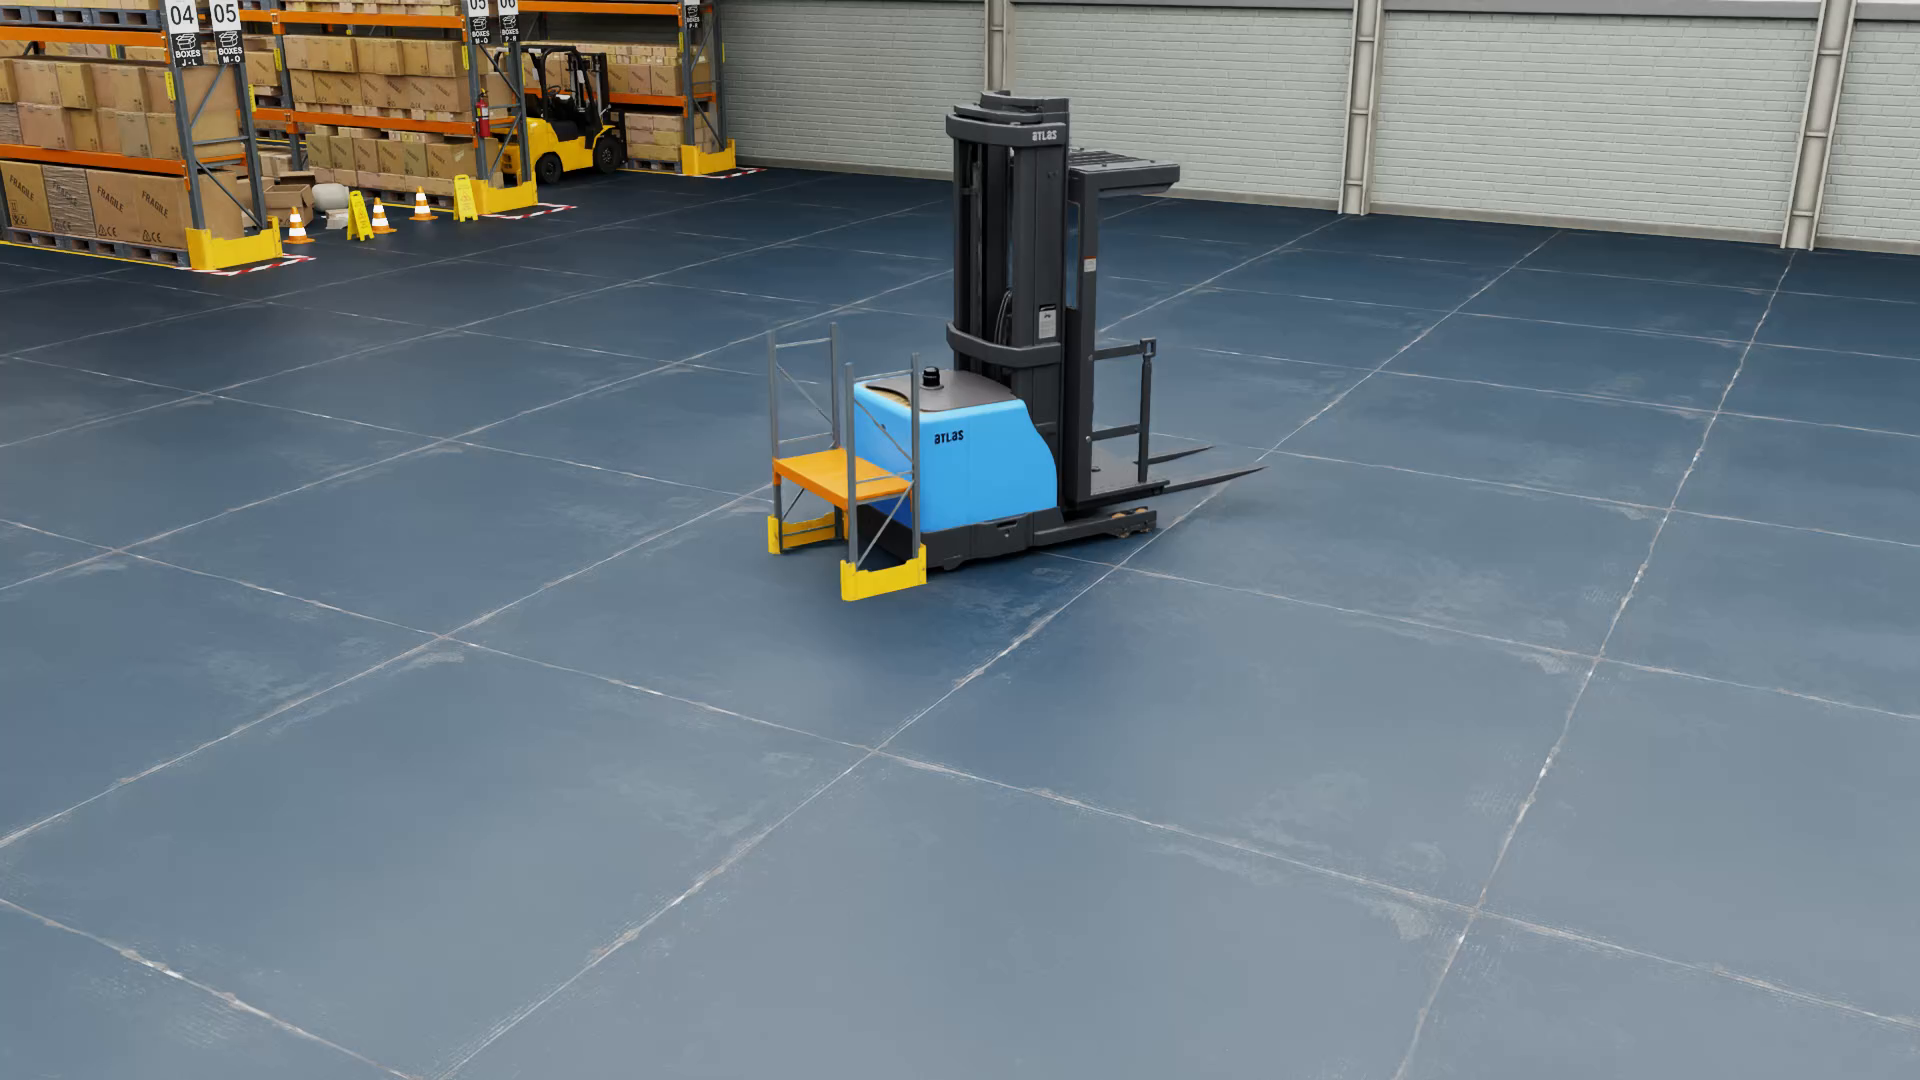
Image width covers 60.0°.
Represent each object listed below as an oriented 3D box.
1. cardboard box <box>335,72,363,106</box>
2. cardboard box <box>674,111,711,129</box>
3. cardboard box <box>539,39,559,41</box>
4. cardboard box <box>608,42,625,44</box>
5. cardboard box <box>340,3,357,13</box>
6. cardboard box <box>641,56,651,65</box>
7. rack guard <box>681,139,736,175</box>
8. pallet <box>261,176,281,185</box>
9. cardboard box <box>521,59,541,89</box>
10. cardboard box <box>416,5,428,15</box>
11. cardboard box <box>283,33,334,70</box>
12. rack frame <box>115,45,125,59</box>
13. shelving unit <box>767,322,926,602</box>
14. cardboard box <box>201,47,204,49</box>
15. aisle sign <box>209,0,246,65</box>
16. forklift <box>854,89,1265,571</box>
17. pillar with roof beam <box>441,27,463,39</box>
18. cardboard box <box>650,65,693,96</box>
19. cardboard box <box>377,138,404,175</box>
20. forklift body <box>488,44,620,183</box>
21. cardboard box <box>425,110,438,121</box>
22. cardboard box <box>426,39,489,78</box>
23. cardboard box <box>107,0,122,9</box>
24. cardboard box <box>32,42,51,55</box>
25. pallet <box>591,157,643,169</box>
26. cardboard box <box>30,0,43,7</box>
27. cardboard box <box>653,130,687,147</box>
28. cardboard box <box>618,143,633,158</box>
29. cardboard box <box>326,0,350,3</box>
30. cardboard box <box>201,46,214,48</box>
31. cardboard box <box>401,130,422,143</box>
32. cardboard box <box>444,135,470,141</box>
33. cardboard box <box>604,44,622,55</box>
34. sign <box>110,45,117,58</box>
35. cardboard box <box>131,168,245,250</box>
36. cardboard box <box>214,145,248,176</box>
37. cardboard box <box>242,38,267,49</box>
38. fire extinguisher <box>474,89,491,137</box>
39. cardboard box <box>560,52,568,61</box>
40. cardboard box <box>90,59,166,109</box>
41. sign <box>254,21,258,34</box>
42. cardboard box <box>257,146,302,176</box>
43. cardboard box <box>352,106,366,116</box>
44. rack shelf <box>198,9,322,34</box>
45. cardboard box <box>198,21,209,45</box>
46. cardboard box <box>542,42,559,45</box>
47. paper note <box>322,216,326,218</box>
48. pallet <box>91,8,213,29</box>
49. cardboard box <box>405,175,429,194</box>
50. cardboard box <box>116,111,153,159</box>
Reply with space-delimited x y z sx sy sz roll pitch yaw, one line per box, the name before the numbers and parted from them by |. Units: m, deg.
cardboard box | -9.208 -6.959 25.567 0.500 0.500 0.500 11 22 27
cardboard box | -4.756 -7.416 29.362 0.500 0.250 0.500 10 22 26
cardboard box | -7.495 -9.099 30.516 0.250 0.149 0.380 11 23 27
cardboard box | -6.186 -8.825 29.761 0.250 0.149 0.380 12 23 29
cardboard box | -9.103 -8.019 25.042 0.250 0.149 0.380 10 22 26
cardboard box | -5.302 -8.326 28.823 0.250 0.149 0.380 11 23 28
rack guard | -4.408 -6.726 29.174 0.348 0.500 1.175 11 23 27
pallet | -11.018 -5.910 27.349 1.213 0.211 1.003 11 23 27
cardboard box | -7.661 -8.466 30.158 0.500 0.500 0.500 10 22 26
cardboard box | -7.743 -7.781 24.386 0.250 0.149 0.380 12 23 29
cardboard box | -10.060 -7.611 25.900 0.500 0.500 0.700 11 22 27
rack frame | -13.830 -7.757 28.351 0.127 3.000 1.000 11 23 27
shelving unit | -0.748 -0.528 10.622 0.587 1.500 1.083 -13 23 -31
cardboard box | -12.625 -7.827 27.345 0.500 0.500 0.500 11 23 28
aisle sign | -8.964 -6.236 20.345 0.004 0.787 0.394 11 23 27
forklift | 0.769 -1.535 11.299 3.031 2.935 1.130 -12 23 -29
pillar with roof beam | -11.934 -10.826 28.013 0.400 9.000 9.100 11 23 27
cardboard box | -4.986 -7.956 28.752 0.500 0.500 0.500 10 22 26
cardboard box | -8.567 -5.912 25.580 0.500 0.500 0.500 10 22 26
forklift body | -6.974 -7.278 28.276 1.214 2.155 2.313 11 23 27
cardboard box | -7.765 -6.365 24.883 0.250 0.149 0.380 10 22 26
cardboard box | -7.398 -7.104 24.501 0.500 0.500 0.700 10 22 26
cardboard box | -10.071 -6.512 20.125 0.250 0.149 0.380 11 23 28
cardboard box | -15.730 -8.536 28.886 0.500 0.500 0.500 10 22 26
pallet | -6.178 -6.912 30.111 1.213 0.211 1.003 11 23 27
cardboard box | -11.399 -6.765 20.823 0.250 0.149 0.380 11 23 27
cardboard box | -5.006 -7.033 29.038 0.500 0.250 0.500 10 22 27
cardboard box | -5.855 -6.965 29.585 0.500 0.250 0.500 11 23 28
cardboard box | -9.202 -8.247 25.085 0.500 0.250 0.500 11 23 28
cardboard box | -12.400 -7.982 27.773 0.500 0.500 0.500 9 22 24
cardboard box | -8.244 -6.129 25.227 0.250 0.149 0.380 11 23 28
cardboard box | -7.895 -5.990 25.796 0.500 0.500 0.500 10 22 25
cardboard box | -6.007 -8.576 29.075 0.250 0.149 0.380 11 23 28
sign | -14.098 -8.136 27.697 0.005 0.325 0.100 11 23 27
cardboard box | -9.796 -4.228 21.122 0.875 0.875 0.875 11 23 28
cardboard box | -11.180 -5.738 25.340 0.500 0.500 0.500 11 23 27
cardboard box | -11.575 -8.115 27.187 0.250 0.149 0.380 12 23 30
fire extinguisher | -6.971 -6.234 24.266 0.183 0.674 0.296 11 23 27
cardboard box | -6.895 -8.606 29.594 0.250 0.149 0.380 11 22 27
cardboard box | -10.425 -5.785 21.112 0.550 0.550 0.875 11 23 27
sign | -14.637 -10.611 34.520 0.005 0.325 0.100 11 23 27
cardboard box | -11.426 -6.259 27.459 0.625 0.372 0.950 12 23 31
cardboard box | -9.107 -6.611 25.559 0.250 0.149 0.380 11 23 28
rack shelf | -12.084 -8.497 27.046 4.000 0.370 1.077 11 23 27
cardboard box | -16.075 -10.650 35.009 0.500 0.500 0.500 10 22 26
cardboard box | -7.288 -8.865 29.870 0.250 0.149 0.380 10 22 26
paper note | -9.310 -4.776 24.504 0.148 0.019 0.142 -16 26 -38
pallet | -9.825 -6.425 20.410 1.213 0.211 1.003 11 23 27
cardboard box | -8.131 -5.475 25.475 0.500 0.250 0.500 11 23 27
cardboard box | -10.009 -5.140 20.917 0.550 0.550 0.875 11 23 27
